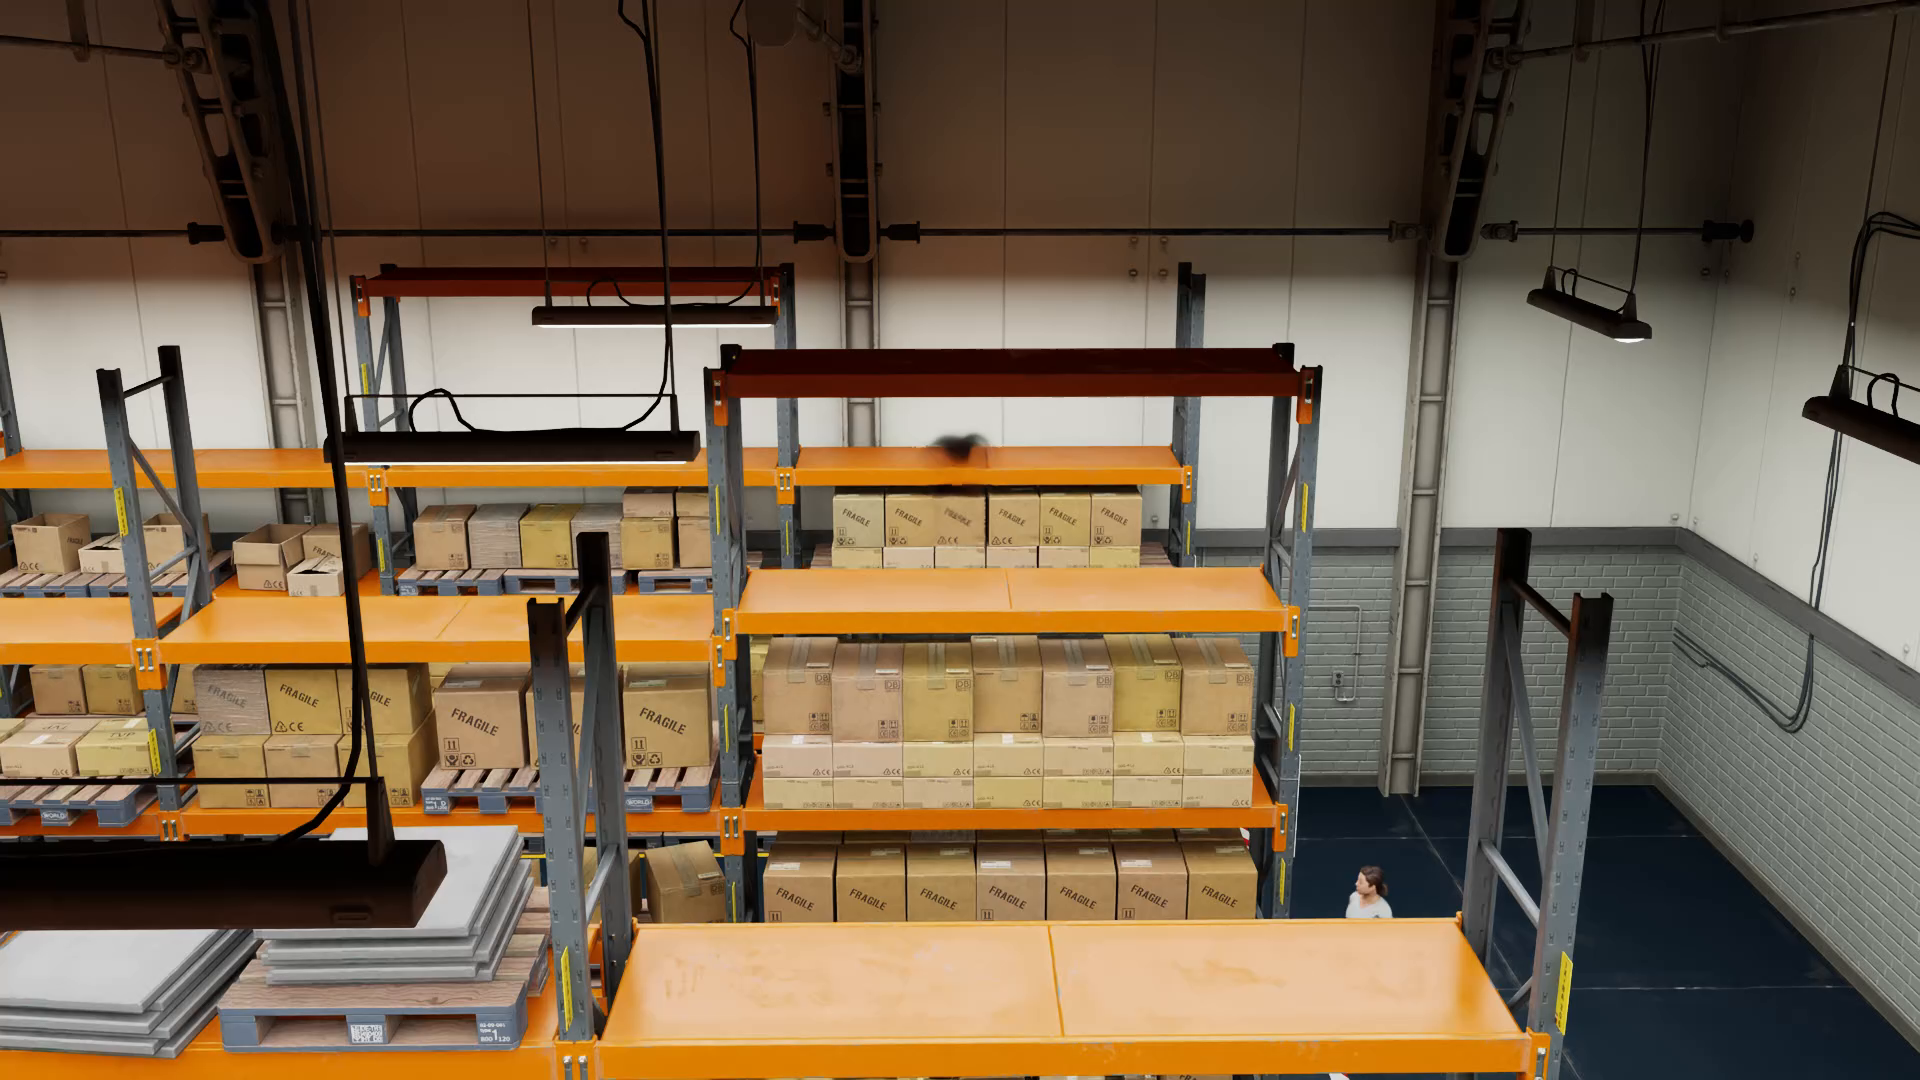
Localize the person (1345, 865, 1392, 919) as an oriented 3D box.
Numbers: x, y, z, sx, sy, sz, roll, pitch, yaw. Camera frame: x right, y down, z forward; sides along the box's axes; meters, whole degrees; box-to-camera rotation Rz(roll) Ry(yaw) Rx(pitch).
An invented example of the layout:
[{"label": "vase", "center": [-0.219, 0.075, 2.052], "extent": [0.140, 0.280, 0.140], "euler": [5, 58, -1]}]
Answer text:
[{"label": "person", "center": [3.350, 3.460, 13.708], "extent": [0.364, 1.688, 0.515], "euler": [-12, 20, -35]}]

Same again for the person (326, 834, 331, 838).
[{"label": "person", "center": [-5.615, 3.006, 15.326], "extent": [0.565, 1.701, 0.340], "euler": [-2, 16, -6]}]
